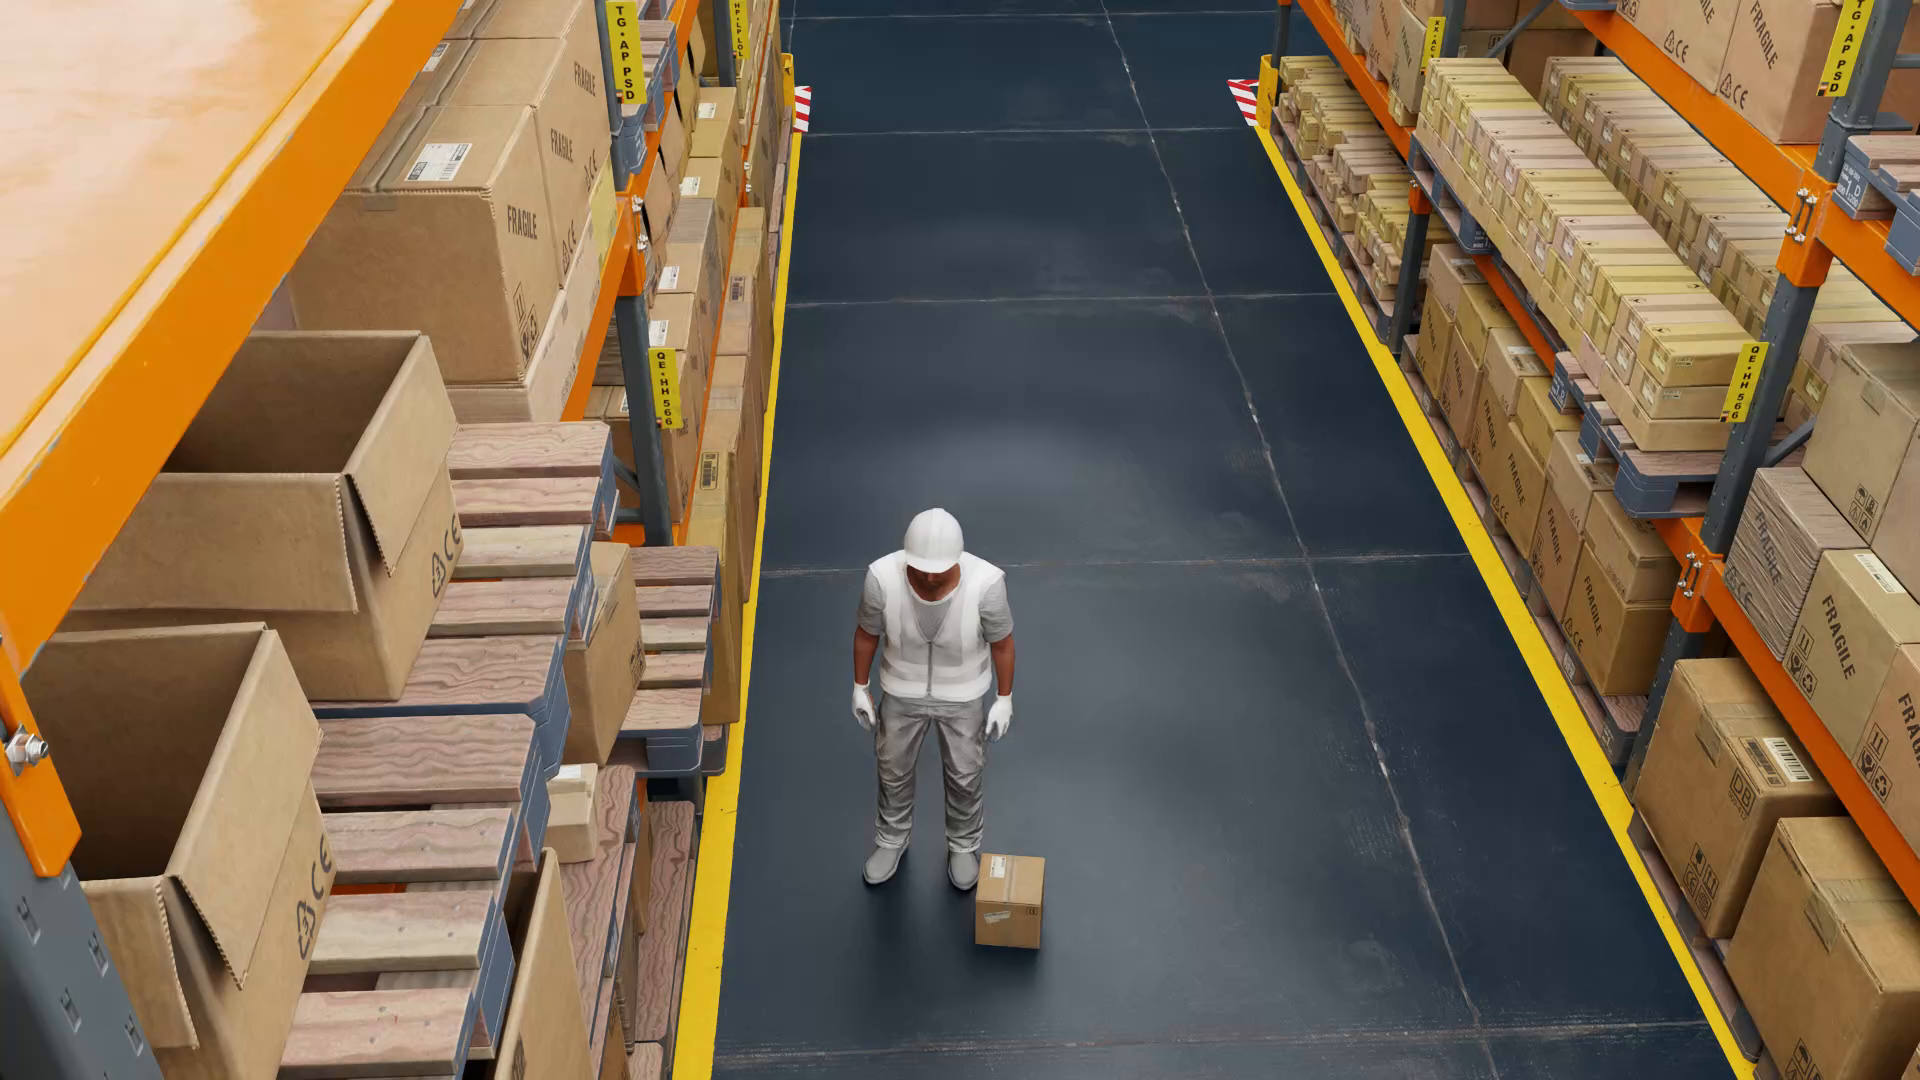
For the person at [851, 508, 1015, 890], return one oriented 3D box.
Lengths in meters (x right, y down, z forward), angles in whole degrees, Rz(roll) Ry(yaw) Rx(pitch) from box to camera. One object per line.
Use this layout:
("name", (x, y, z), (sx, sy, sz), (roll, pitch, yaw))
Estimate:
("person", (-0.105, 0.597, 6.332), (0.622, 1.774, 0.453), (4, 35, 5))
